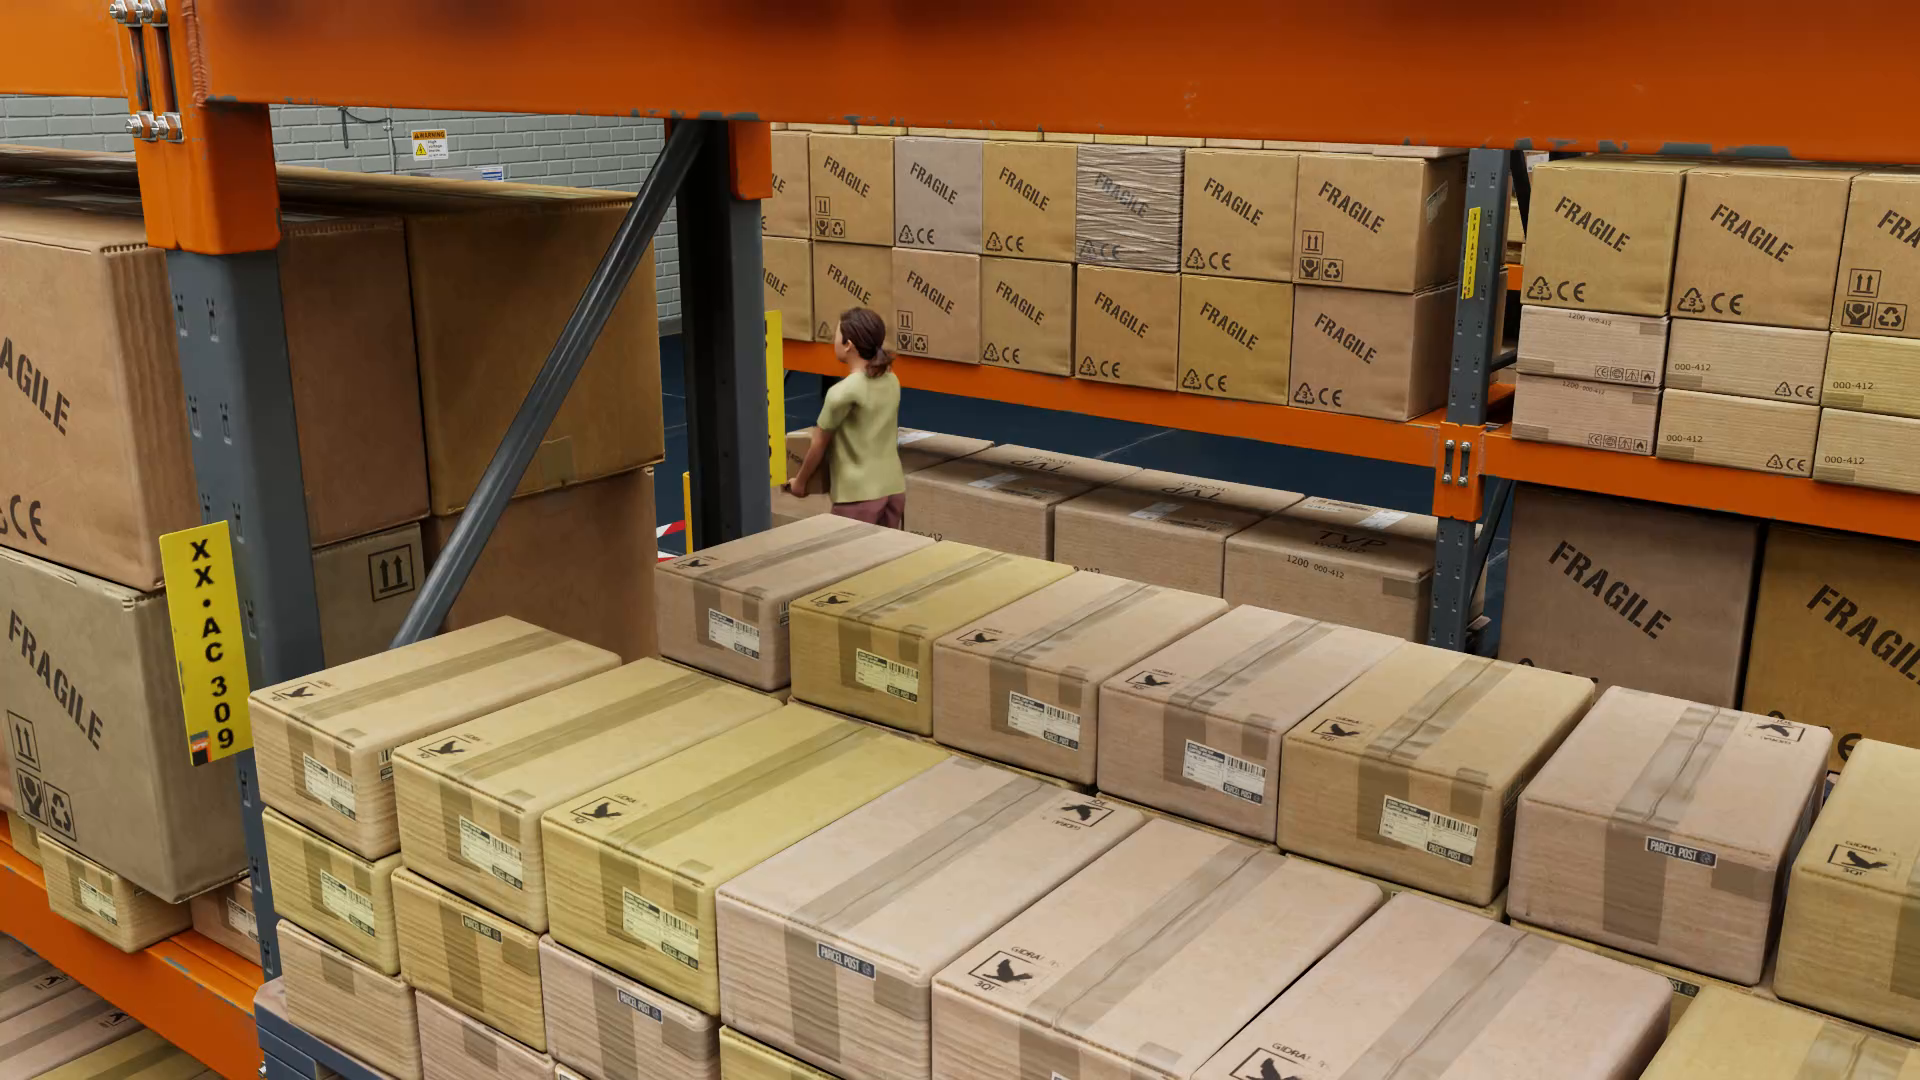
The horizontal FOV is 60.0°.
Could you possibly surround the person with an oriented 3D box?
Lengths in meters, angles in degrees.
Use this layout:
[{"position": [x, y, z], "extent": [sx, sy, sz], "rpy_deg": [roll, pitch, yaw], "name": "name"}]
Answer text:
[{"position": [-0.488, -0.151, 7.157], "extent": [0.500, 1.618, 0.406], "rpy_deg": [12, 21, 36], "name": "person"}]
